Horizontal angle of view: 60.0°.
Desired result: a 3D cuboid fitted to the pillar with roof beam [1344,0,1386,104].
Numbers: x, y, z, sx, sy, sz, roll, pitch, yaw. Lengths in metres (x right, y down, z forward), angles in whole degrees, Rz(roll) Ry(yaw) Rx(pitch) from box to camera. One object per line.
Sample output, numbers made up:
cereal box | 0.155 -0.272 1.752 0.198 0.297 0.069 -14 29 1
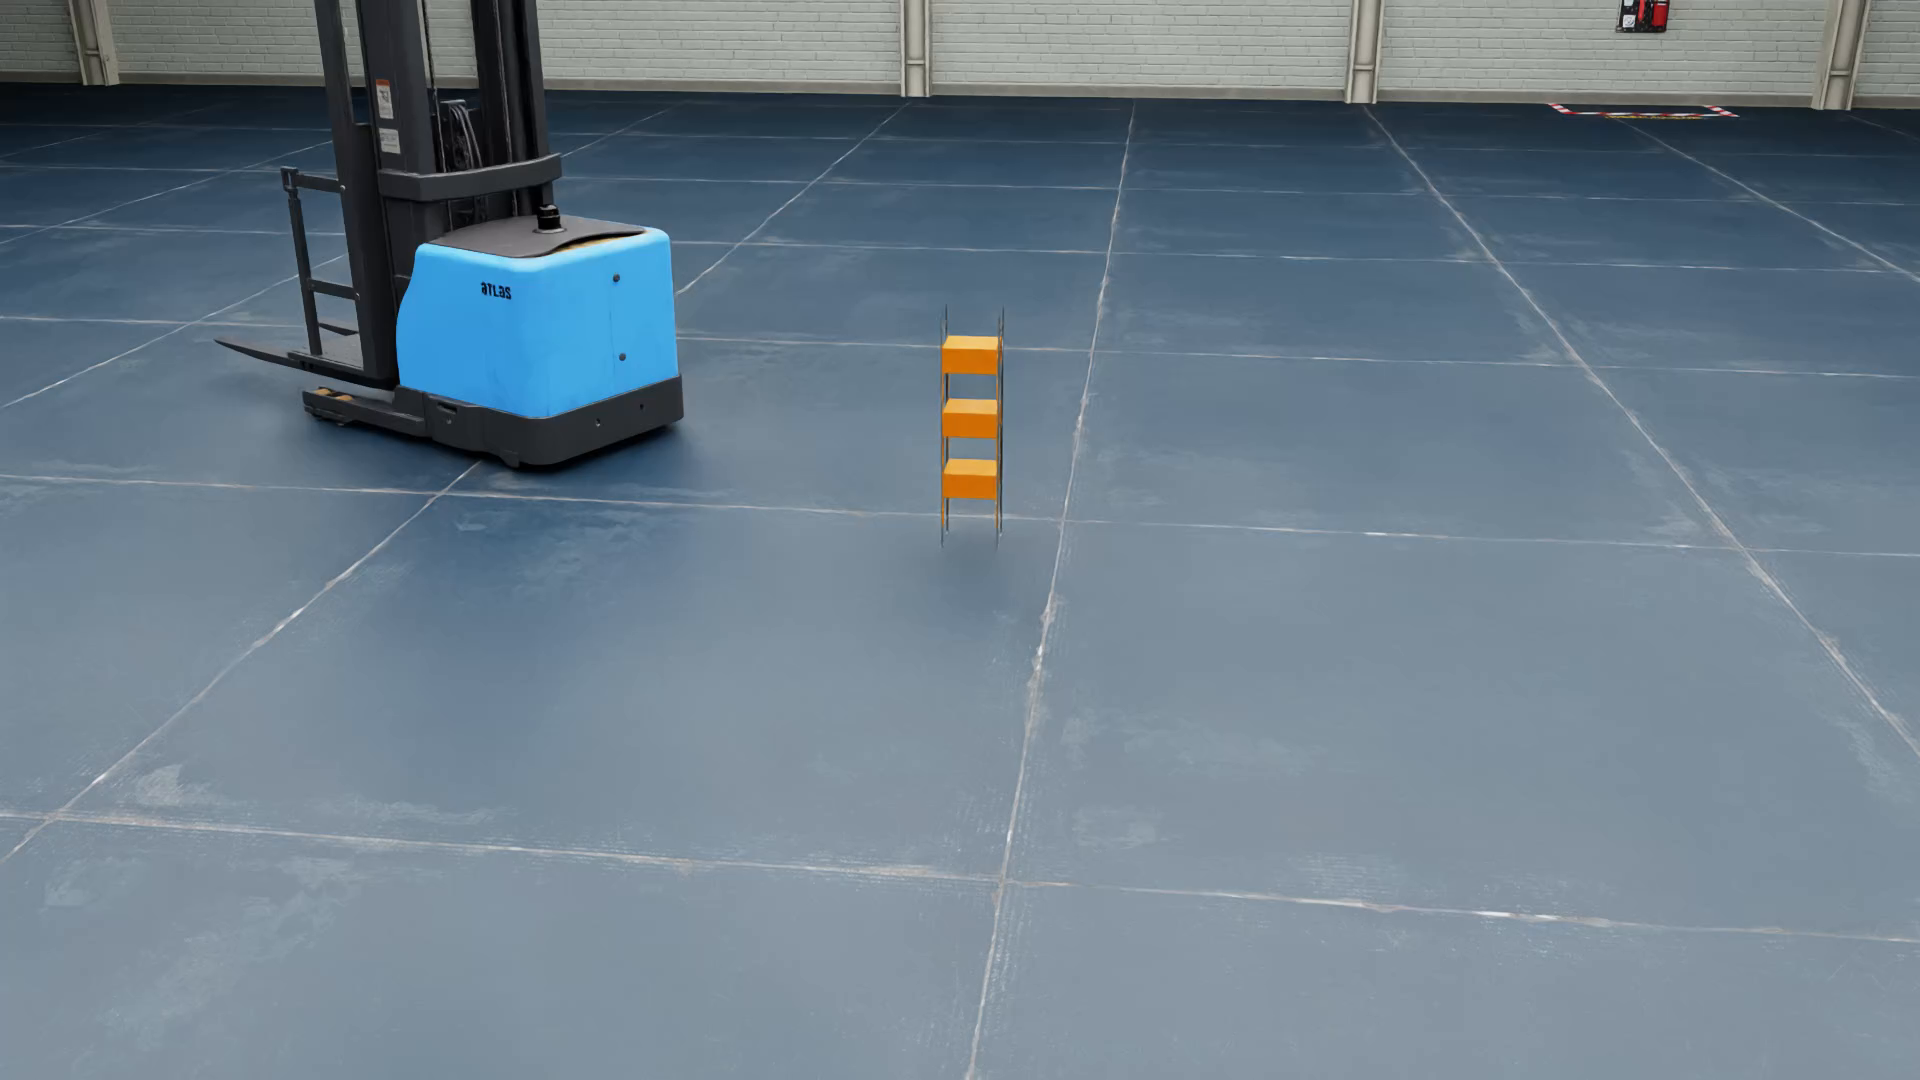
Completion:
pillar with roof beam | 4.855 -8.483 16.658 0.400 9.000 9.100 2 22 6

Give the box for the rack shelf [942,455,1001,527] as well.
rack shelf | 0.053 -0.218 7.347 0.240 0.259 0.215 2 22 6

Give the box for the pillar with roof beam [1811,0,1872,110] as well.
pillar with roof beam | 10.814 -8.224 16.001 0.400 9.000 9.100 2 22 6

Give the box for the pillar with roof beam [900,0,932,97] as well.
pillar with roof beam | -1.103 -8.743 17.314 0.400 9.000 9.100 2 22 6

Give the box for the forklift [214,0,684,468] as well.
forklift | -2.981 -2.125 8.829 3.031 2.935 1.130 14 26 32

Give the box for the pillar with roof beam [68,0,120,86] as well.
pillar with roof beam | -13.020 -9.262 18.628 0.400 9.000 9.100 2 22 6

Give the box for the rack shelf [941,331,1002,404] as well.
rack shelf | 0.053 -0.740 7.141 0.240 0.259 0.215 2 22 6

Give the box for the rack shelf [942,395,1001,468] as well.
rack shelf | 0.053 -0.476 7.245 0.240 0.259 0.215 2 22 6

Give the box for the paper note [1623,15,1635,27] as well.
paper note | 8.703 -6.750 21.630 0.142 0.148 0.016 2 22 6

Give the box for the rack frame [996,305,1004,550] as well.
rack frame | 0.174 -0.481 7.228 0.008 1.050 0.200 2 22 6

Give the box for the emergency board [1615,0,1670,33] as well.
emergency board | 8.871 -7.126 21.385 0.643 1.169 0.194 2 22 6

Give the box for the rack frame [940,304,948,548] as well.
rack frame | -0.068 -0.491 7.254 0.008 1.050 0.200 2 22 6

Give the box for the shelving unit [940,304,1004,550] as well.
shelving unit | 0.053 -0.486 7.241 0.252 1.050 0.215 2 22 6
